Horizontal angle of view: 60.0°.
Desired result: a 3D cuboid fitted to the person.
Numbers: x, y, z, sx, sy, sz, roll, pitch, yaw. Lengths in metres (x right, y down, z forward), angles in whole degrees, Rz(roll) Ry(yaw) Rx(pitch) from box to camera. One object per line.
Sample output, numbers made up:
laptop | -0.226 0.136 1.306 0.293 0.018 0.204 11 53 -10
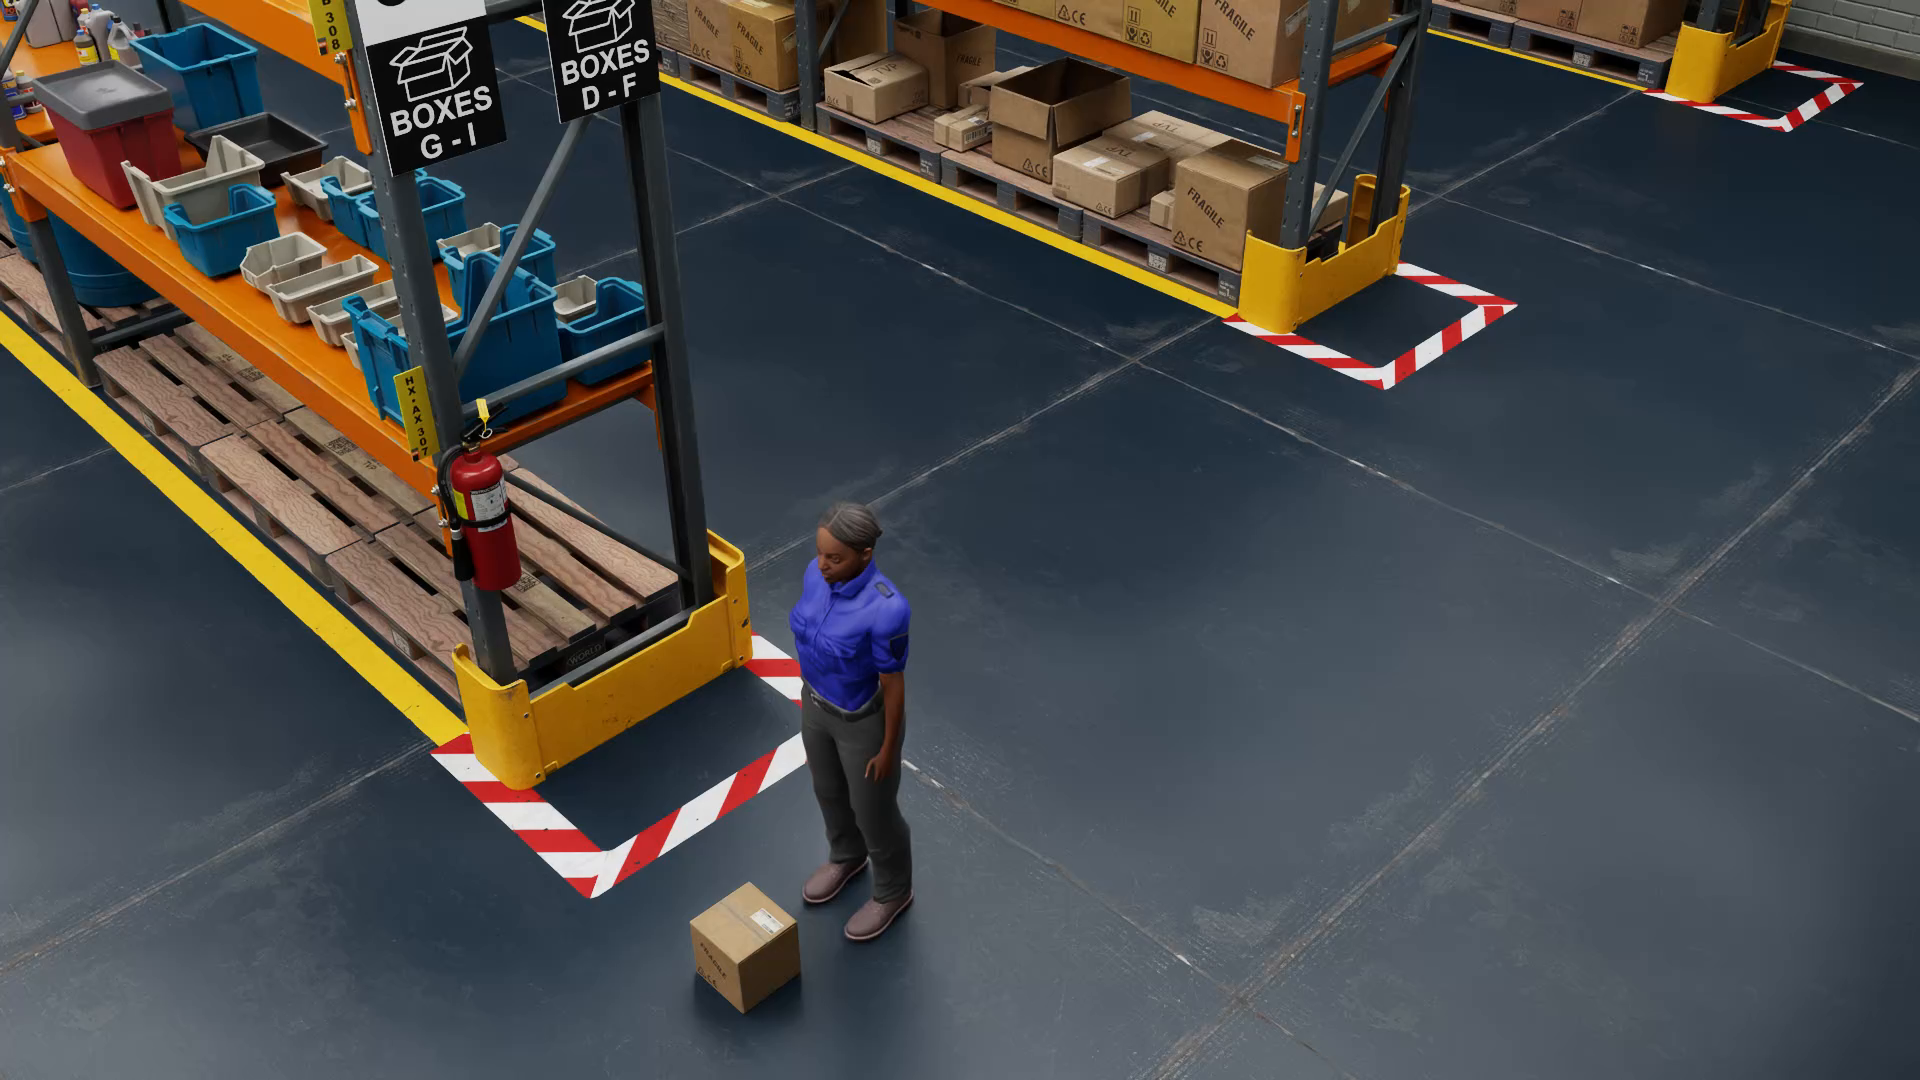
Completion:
person | -0.349 0.580 5.343 0.314 1.663 0.436 -29 45 -34
